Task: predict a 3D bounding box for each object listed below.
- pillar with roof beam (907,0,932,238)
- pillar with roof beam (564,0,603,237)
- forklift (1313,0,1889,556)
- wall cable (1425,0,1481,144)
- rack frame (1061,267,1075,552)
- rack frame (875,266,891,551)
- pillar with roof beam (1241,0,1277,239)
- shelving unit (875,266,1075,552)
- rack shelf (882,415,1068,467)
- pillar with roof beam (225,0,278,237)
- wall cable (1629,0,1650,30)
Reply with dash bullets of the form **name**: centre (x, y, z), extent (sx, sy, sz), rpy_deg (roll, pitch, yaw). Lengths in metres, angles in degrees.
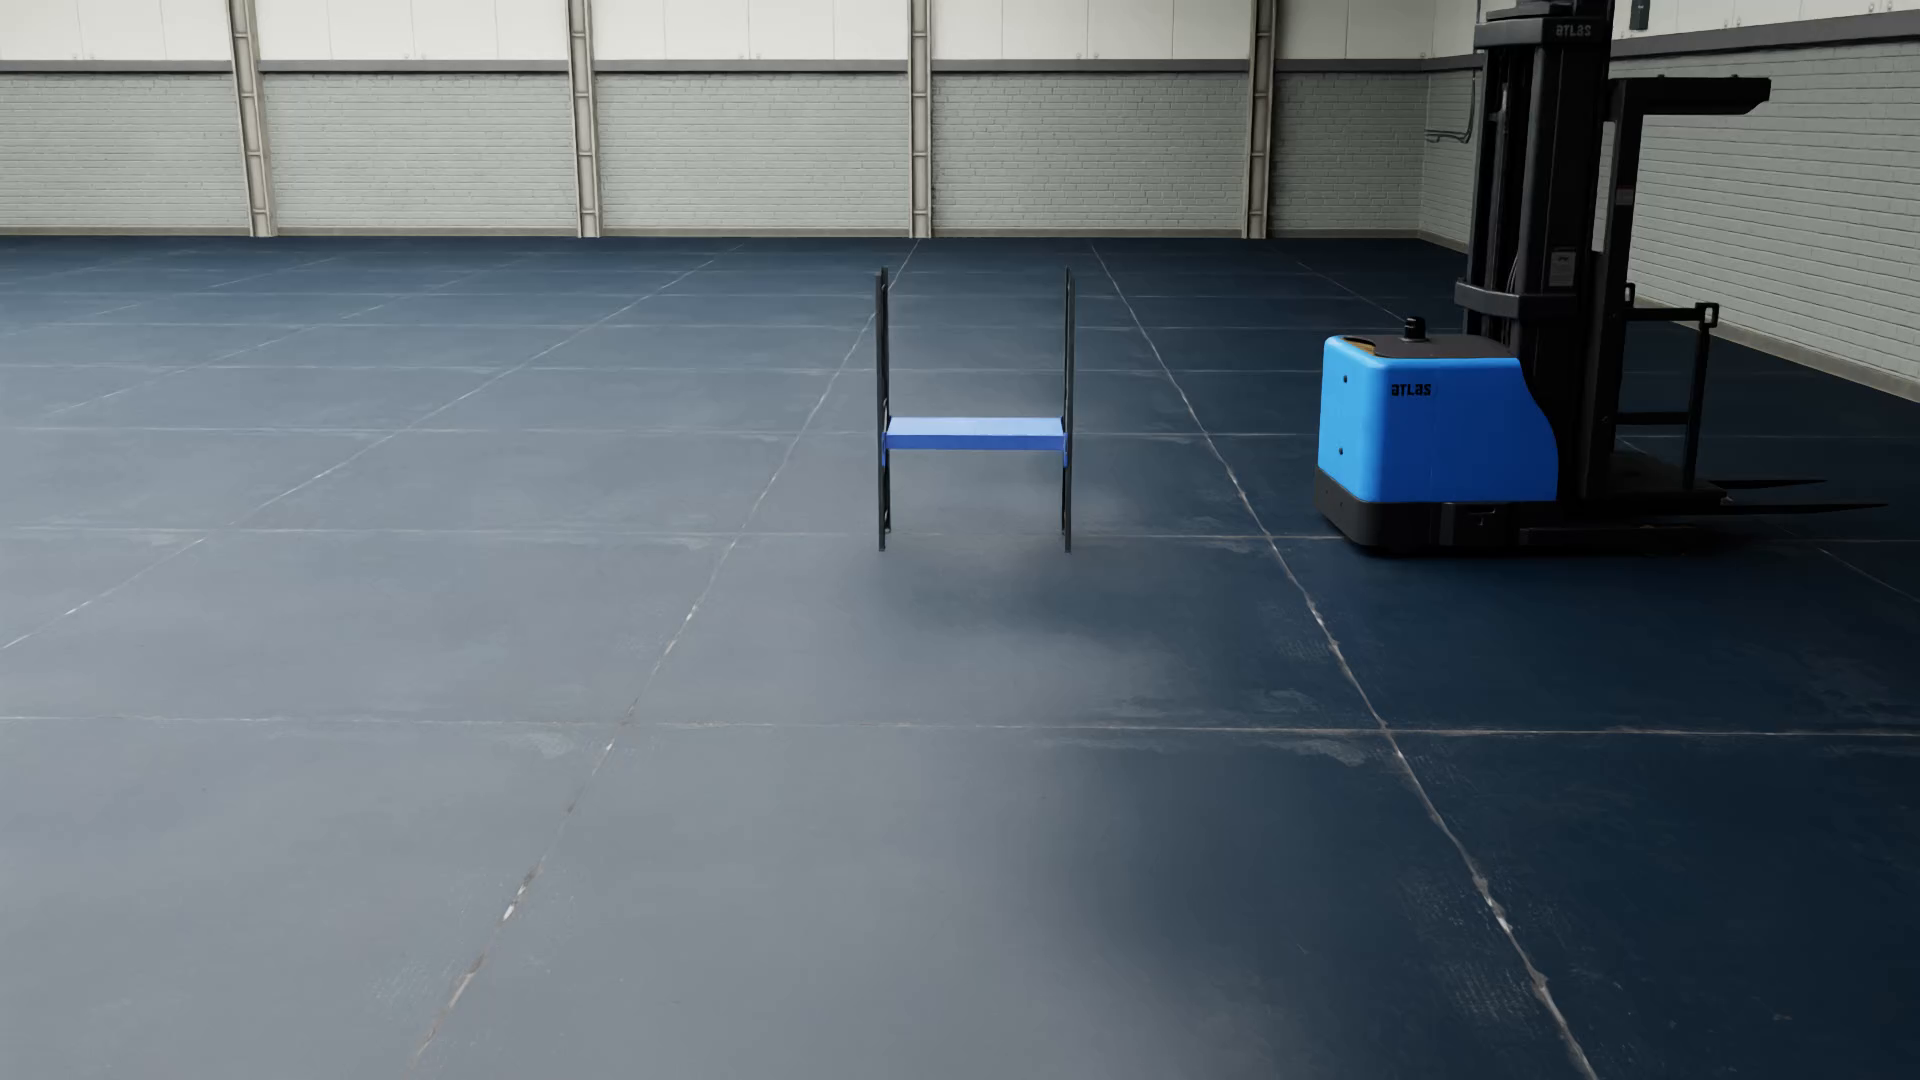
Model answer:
- **pillar with roof beam**: centre (-0.822, -8.728, 24.783), extent (0.400, 9.000, 9.100), rpy_deg (0, 15, 1)
- **pillar with roof beam**: centre (-6.820, -8.768, 24.932), extent (0.400, 9.000, 9.100), rpy_deg (0, 15, 1)
- **forklift**: centre (3.626, -1.465, 9.149), extent (3.031, 2.935, 1.130), rpy_deg (-1, 15, -3)
- **wall cable**: centre (8.197, -7.929, 27.842), extent (0.112, 2.526, 3.097), rpy_deg (0, 15, 1)
- **rack frame**: centre (0.593, -0.721, 9.134), extent (0.032, 1.500, 0.500), rpy_deg (0, 15, 1)
- **rack frame**: centre (-0.423, -0.728, 9.159), extent (0.032, 1.500, 0.500), rpy_deg (0, 15, 1)
- **pillar with roof beam**: centre (5.176, -8.689, 24.635), extent (0.400, 9.000, 9.100), rpy_deg (0, 15, 1)
- **shelving unit**: centre (0.085, -0.725, 9.147), extent (1.048, 1.500, 0.538), rpy_deg (0, 15, 1)
- **rack shelf**: centre (0.085, -0.551, 9.192), extent (1.000, 0.185, 0.538), rpy_deg (0, 15, 1)
- **pillar with roof beam**: centre (-12.818, -8.807, 25.080), extent (0.400, 9.000, 9.100), rpy_deg (0, 15, 1)
- **wall cable**: centre (7.939, -8.654, 17.836), extent (0.169, 6.003, 2.305), rpy_deg (0, 15, 1)
